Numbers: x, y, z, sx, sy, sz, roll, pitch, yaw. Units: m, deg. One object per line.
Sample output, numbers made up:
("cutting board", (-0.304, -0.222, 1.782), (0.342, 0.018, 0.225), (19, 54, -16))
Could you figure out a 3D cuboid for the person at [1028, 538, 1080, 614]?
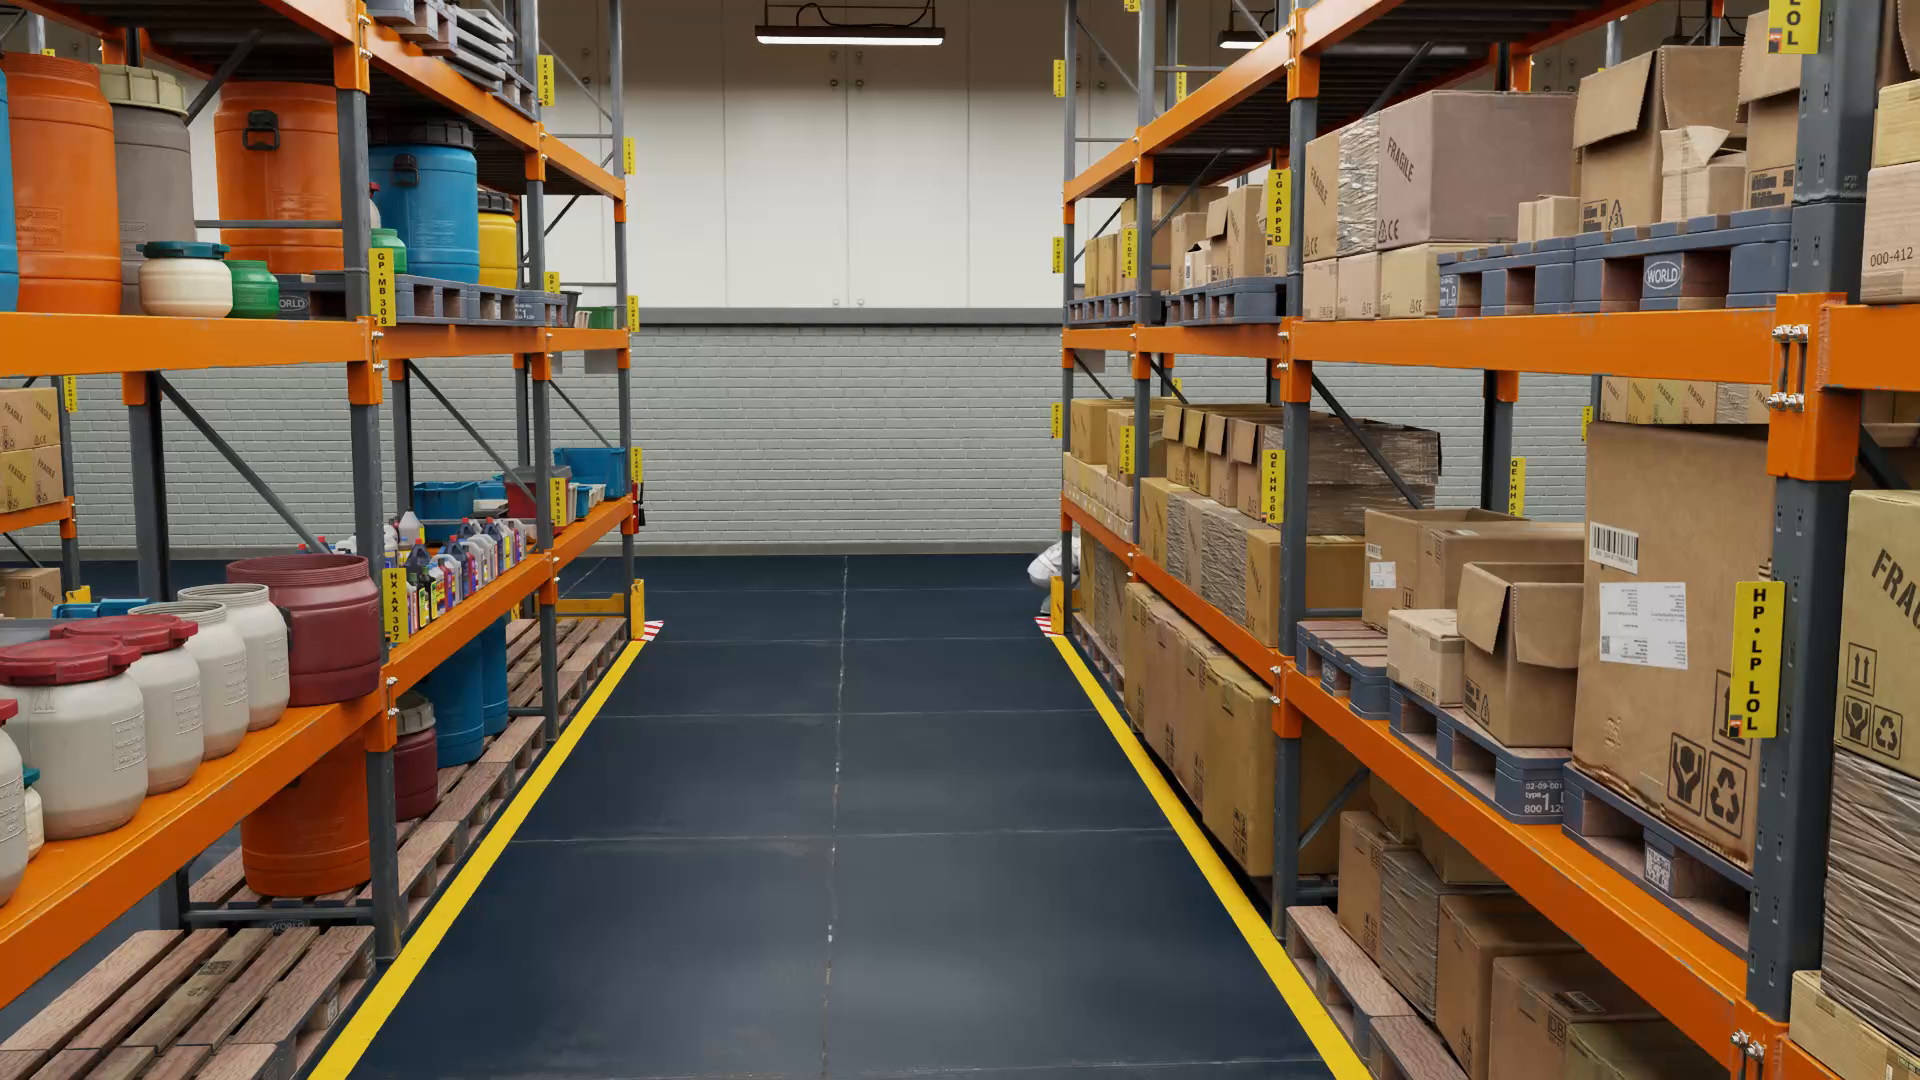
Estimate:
("person", (1.109, 0.325, 16.575), (0.870, 0.843, 0.480), (0, 7, 4))
